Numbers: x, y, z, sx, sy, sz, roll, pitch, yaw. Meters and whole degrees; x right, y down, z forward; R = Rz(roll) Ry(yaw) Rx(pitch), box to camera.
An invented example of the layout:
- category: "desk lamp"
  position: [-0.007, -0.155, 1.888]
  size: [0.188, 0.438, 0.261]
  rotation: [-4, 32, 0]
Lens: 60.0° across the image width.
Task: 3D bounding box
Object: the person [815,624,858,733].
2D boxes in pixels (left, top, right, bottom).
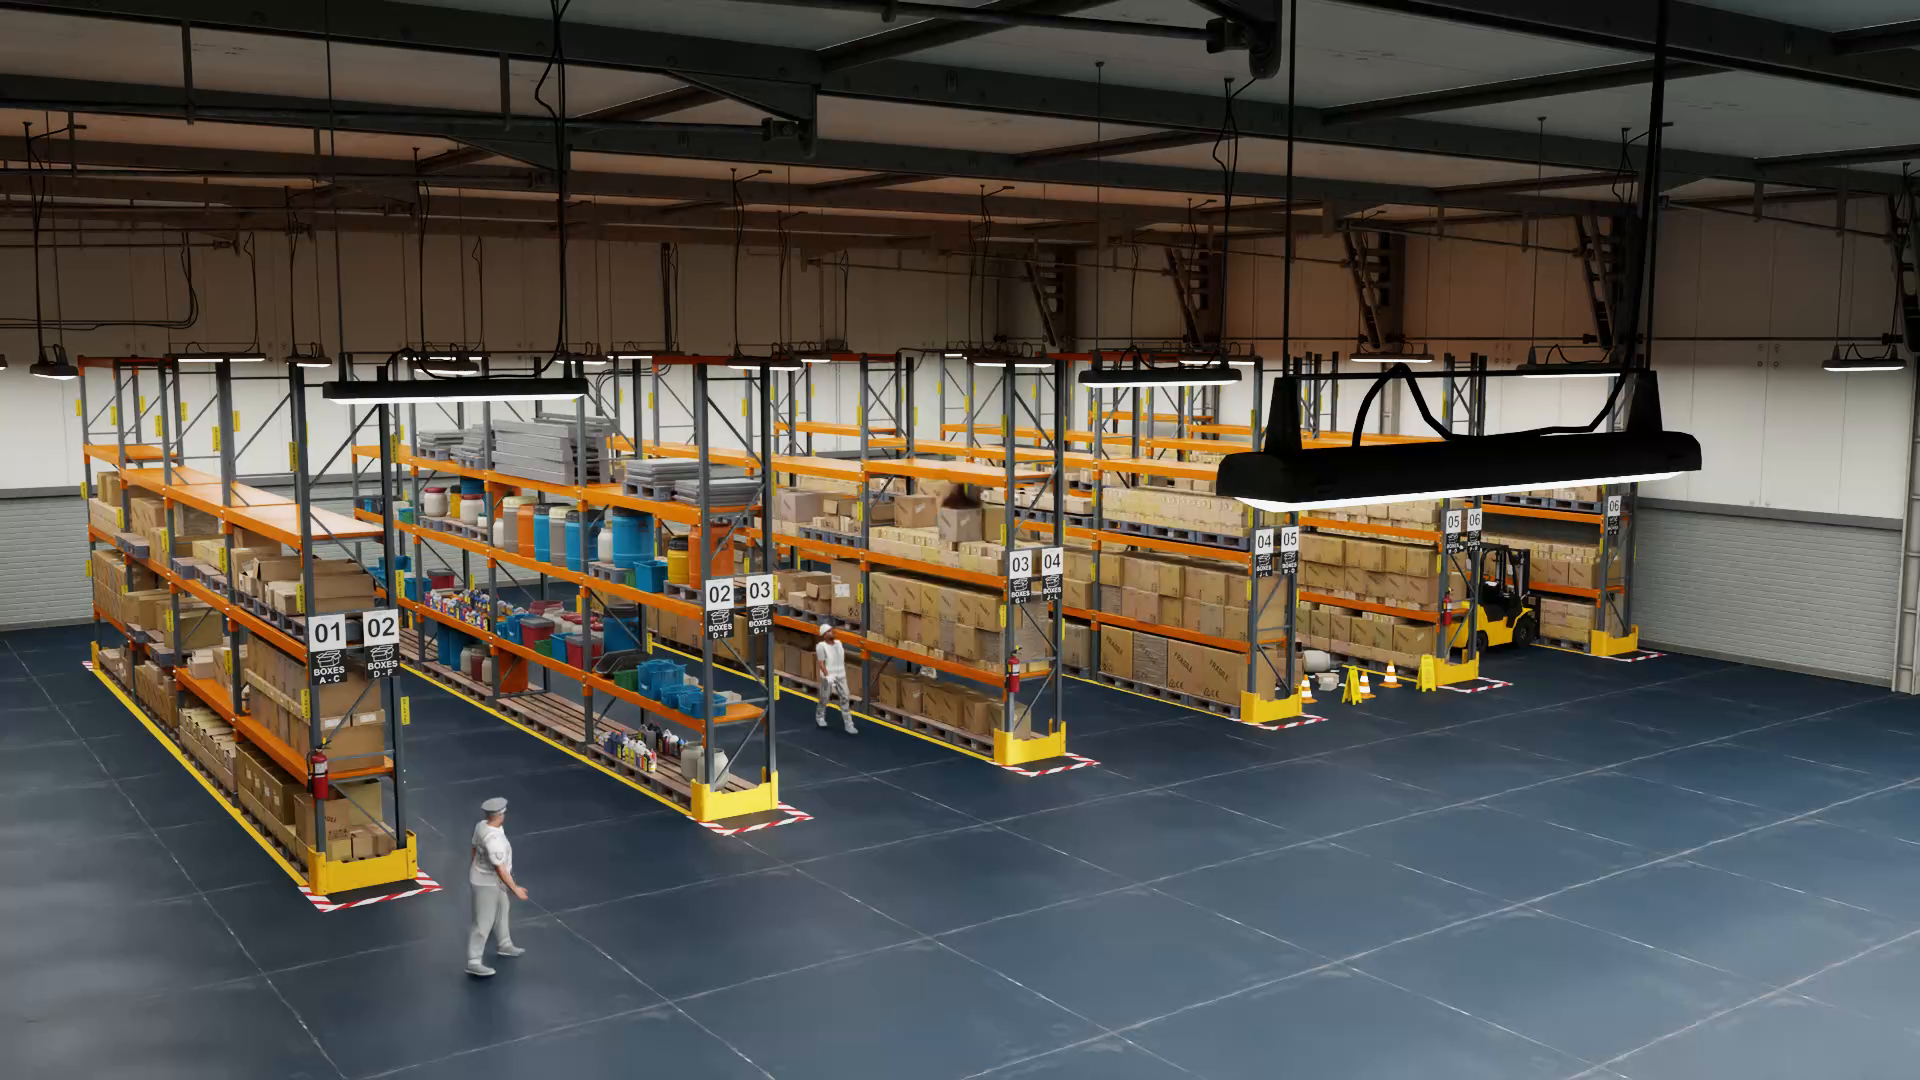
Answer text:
- category: "person"
  position: [-2.011, 2.213, 26.785]
  size: [0.583, 1.701, 1.043]
  rotation: [-4, 8, -32]

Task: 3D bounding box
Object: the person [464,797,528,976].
- category: "person"
  position: [-4.707, 3.458, 16.765]
  size: [0.634, 1.774, 0.698]
  rotation: [-2, 7, -18]

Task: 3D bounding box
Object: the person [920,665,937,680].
- category: "person"
  position: [-0.513, 1.888, 29.857]
  size: [0.611, 1.812, 0.870]
  rotation: [-5, 8, -34]
